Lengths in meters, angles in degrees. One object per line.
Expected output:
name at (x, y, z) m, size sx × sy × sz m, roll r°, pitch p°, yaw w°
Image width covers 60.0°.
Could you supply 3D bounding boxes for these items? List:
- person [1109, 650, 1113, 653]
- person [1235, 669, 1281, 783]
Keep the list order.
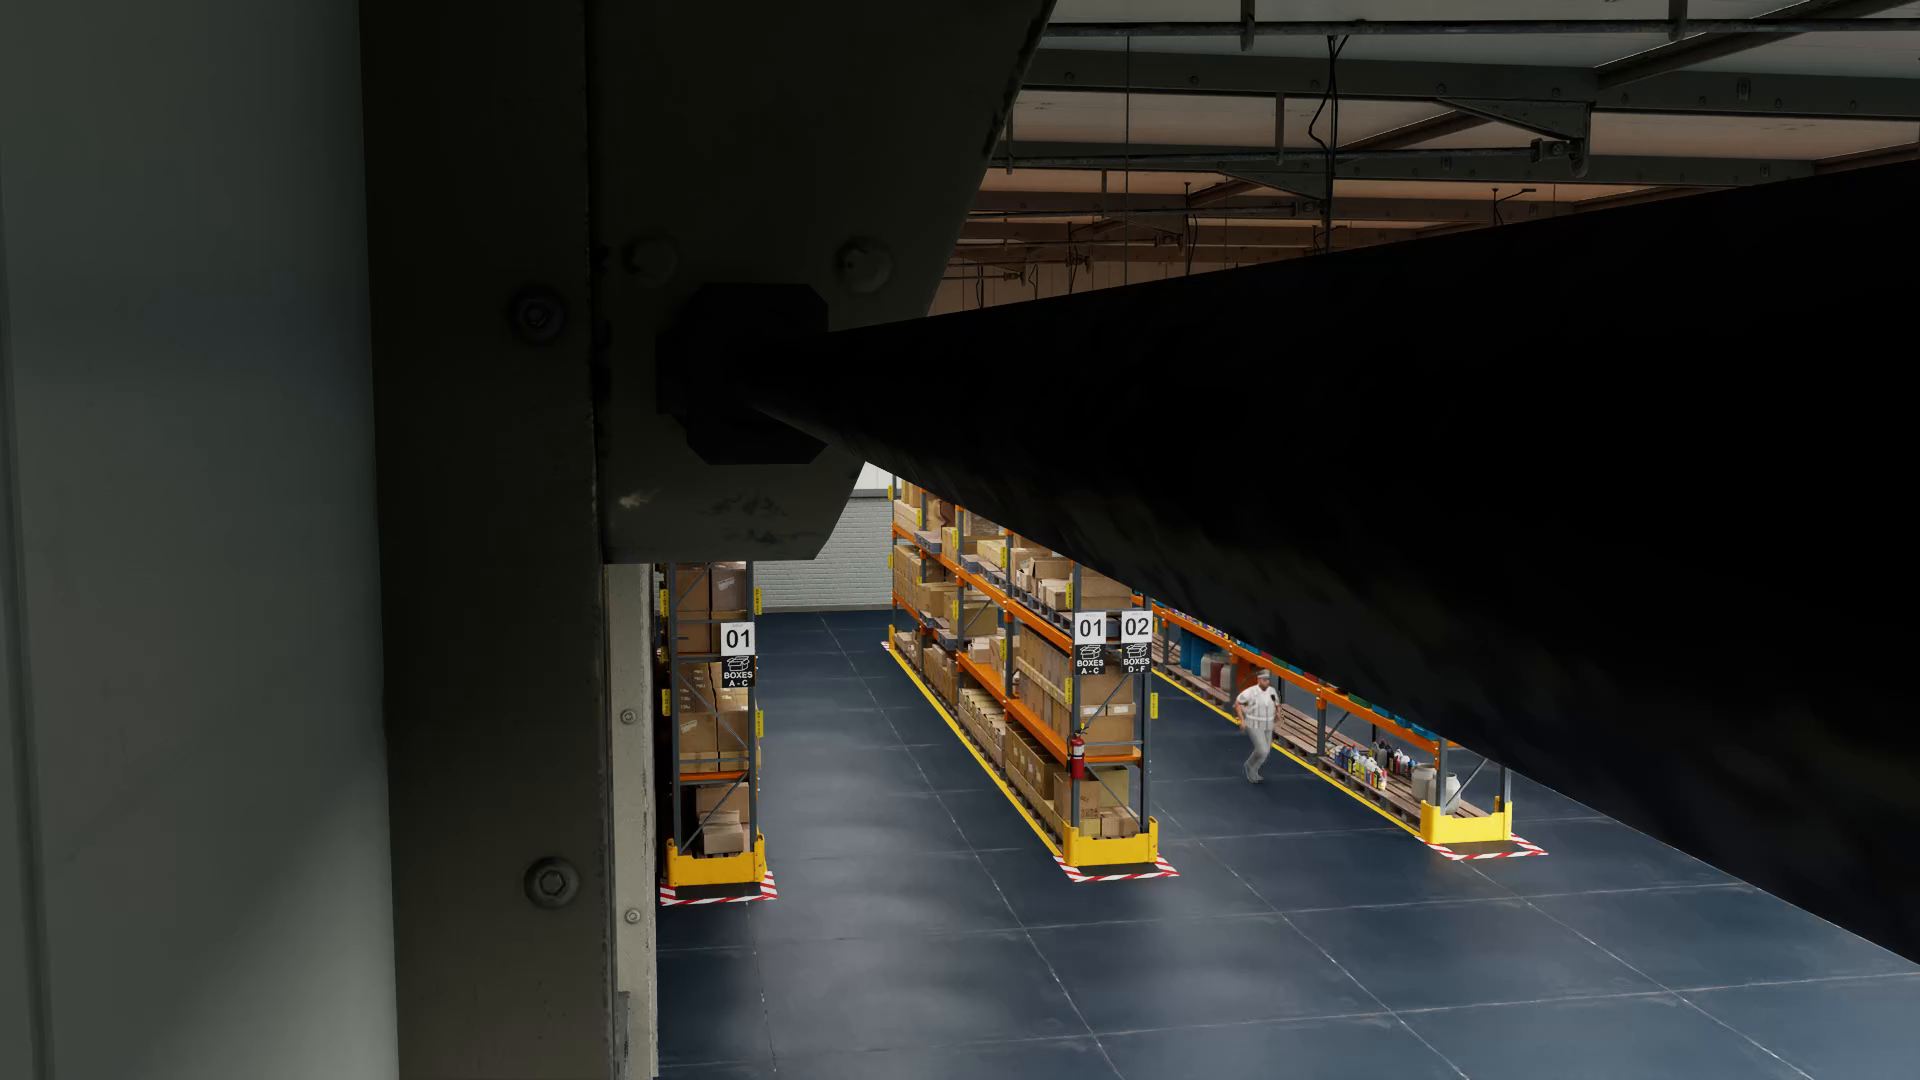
person at (2.621, 2.098, 30.800) m, size 0.657 × 1.777 × 0.949 m, roll -3°, pitch 7°, yaw -22°
person at (4.500, 2.778, 24.795) m, size 0.637 × 1.738 × 0.741 m, roll -3°, pitch 7°, yaw -25°
